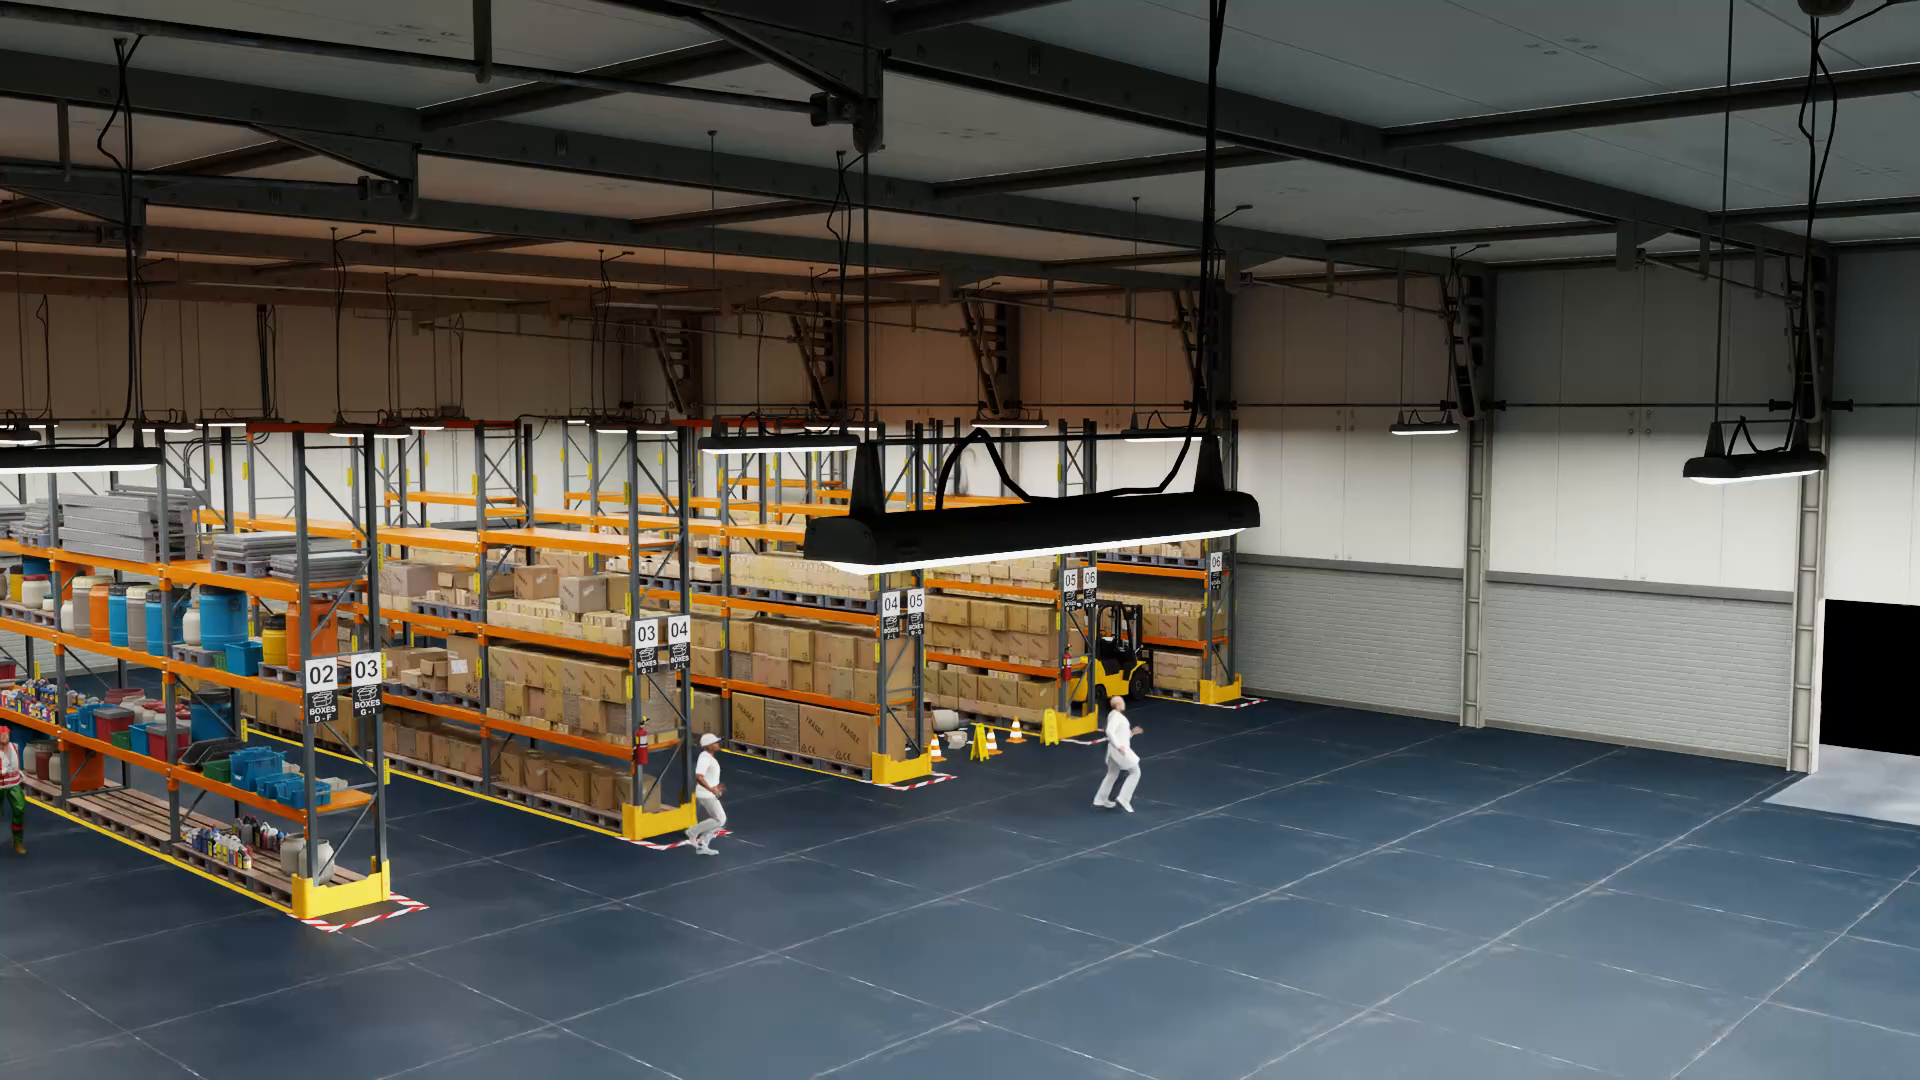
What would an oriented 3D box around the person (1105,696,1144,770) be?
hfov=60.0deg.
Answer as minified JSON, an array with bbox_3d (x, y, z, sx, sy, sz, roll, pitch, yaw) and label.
[{"bbox_3d":[2.522,2.997,25.854,0.710,1.144,0.672,-1,5,-15],"label":"person"}]

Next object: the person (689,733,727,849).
[{"bbox_3d":[-3.553,3.541,23.416,0.519,1.643,0.674,-1,5,-6],"label":"person"}]

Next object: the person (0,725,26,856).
[{"bbox_3d":[-13.440,3.506,23.491,0.886,1.840,0.524,3,6,36],"label":"person"}]
